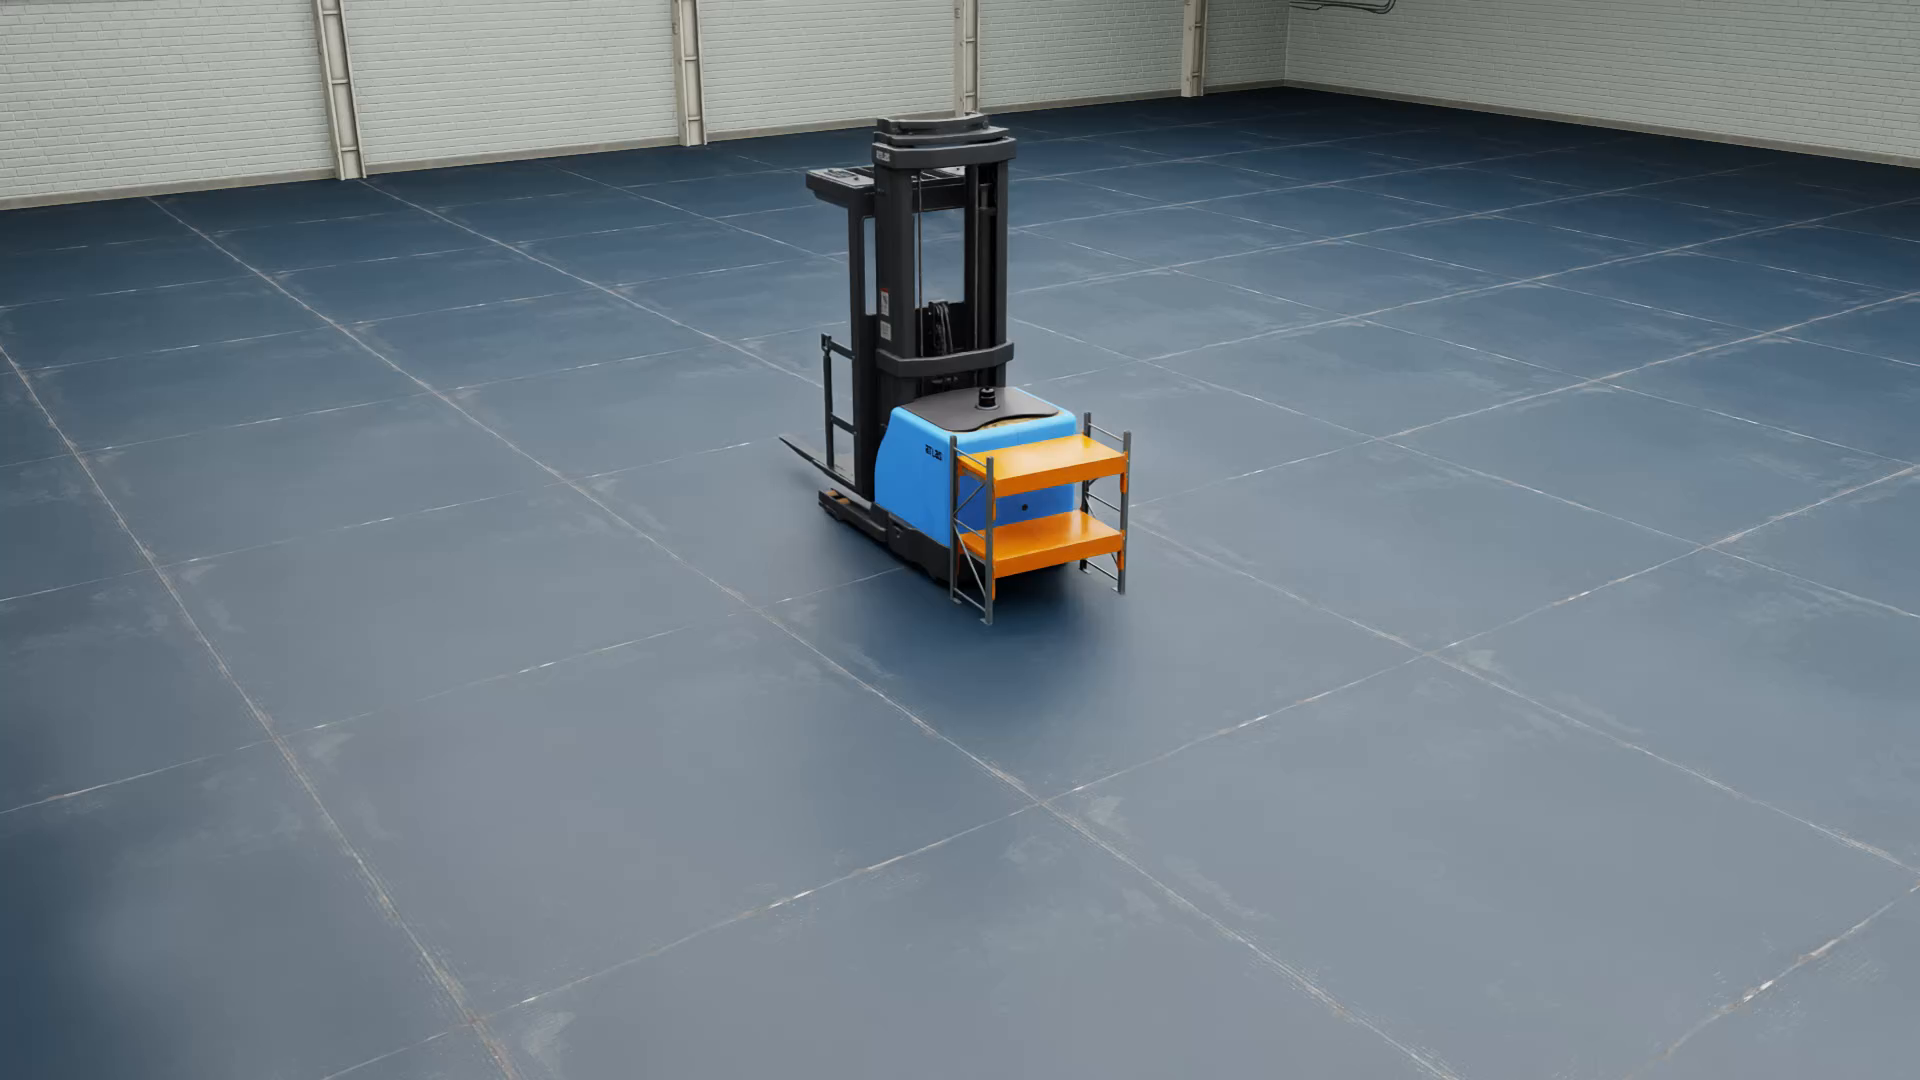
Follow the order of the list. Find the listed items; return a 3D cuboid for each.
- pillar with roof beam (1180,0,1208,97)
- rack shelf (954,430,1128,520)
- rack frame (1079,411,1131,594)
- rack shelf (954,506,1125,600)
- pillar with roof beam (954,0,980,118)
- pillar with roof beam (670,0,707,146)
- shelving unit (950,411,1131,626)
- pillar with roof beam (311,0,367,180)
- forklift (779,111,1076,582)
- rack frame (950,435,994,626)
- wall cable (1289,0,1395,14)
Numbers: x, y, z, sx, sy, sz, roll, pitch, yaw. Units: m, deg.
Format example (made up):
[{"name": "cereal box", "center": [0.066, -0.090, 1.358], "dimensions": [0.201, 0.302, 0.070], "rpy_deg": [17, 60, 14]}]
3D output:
[{"name": "pillar with roof beam", "center": [7.525, -12.494, 31.066], "dimensions": [0.400, 9.000, 9.100], "rpy_deg": [-15, 26, -33]}, {"name": "rack shelf", "center": [0.513, -0.424, 10.651], "dimensions": [1.000, 0.278, 0.538], "rpy_deg": [-12, 25, -27]}, {"name": "rack frame", "center": [0.955, -0.246, 10.993], "dimensions": [0.032, 1.125, 0.500], "rpy_deg": [-12, 25, -27]}, {"name": "rack shelf", "center": [0.513, 0.074, 10.851], "dimensions": [1.000, 0.278, 0.538], "rpy_deg": [-12, 25, -27]}, {"name": "pillar with roof beam", "center": [2.654, -11.196, 27.811], "dimensions": [0.400, 9.000, 9.100], "rpy_deg": [-15, 26, -33]}, {"name": "pillar with roof beam", "center": [-2.216, -9.897, 24.557], "dimensions": [0.400, 9.000, 9.100], "rpy_deg": [-15, 26, -33]}, {"name": "shelving unit", "center": [0.513, -0.153, 10.760], "dimensions": [1.048, 1.125, 0.538], "rpy_deg": [-12, 25, -27]}, {"name": "pillar with roof beam", "center": [-7.087, -8.598, 21.302], "dimensions": [0.400, 9.000, 9.100], "rpy_deg": [-15, 26, -33]}, {"name": "forklift", "center": [-0.396, -1.582, 11.907], "dimensions": [1.130, 2.935, 3.031], "rpy_deg": [-13, 25, -29]}, {"name": "rack frame", "center": [0.071, -0.060, 10.527], "dimensions": [0.032, 1.125, 0.500], "rpy_deg": [-12, 25, -27]}, {"name": "wall cable", "center": [8.174, -12.587, 35.488], "dimensions": [0.112, 2.526, 3.097], "rpy_deg": [-15, 26, -33]}]
